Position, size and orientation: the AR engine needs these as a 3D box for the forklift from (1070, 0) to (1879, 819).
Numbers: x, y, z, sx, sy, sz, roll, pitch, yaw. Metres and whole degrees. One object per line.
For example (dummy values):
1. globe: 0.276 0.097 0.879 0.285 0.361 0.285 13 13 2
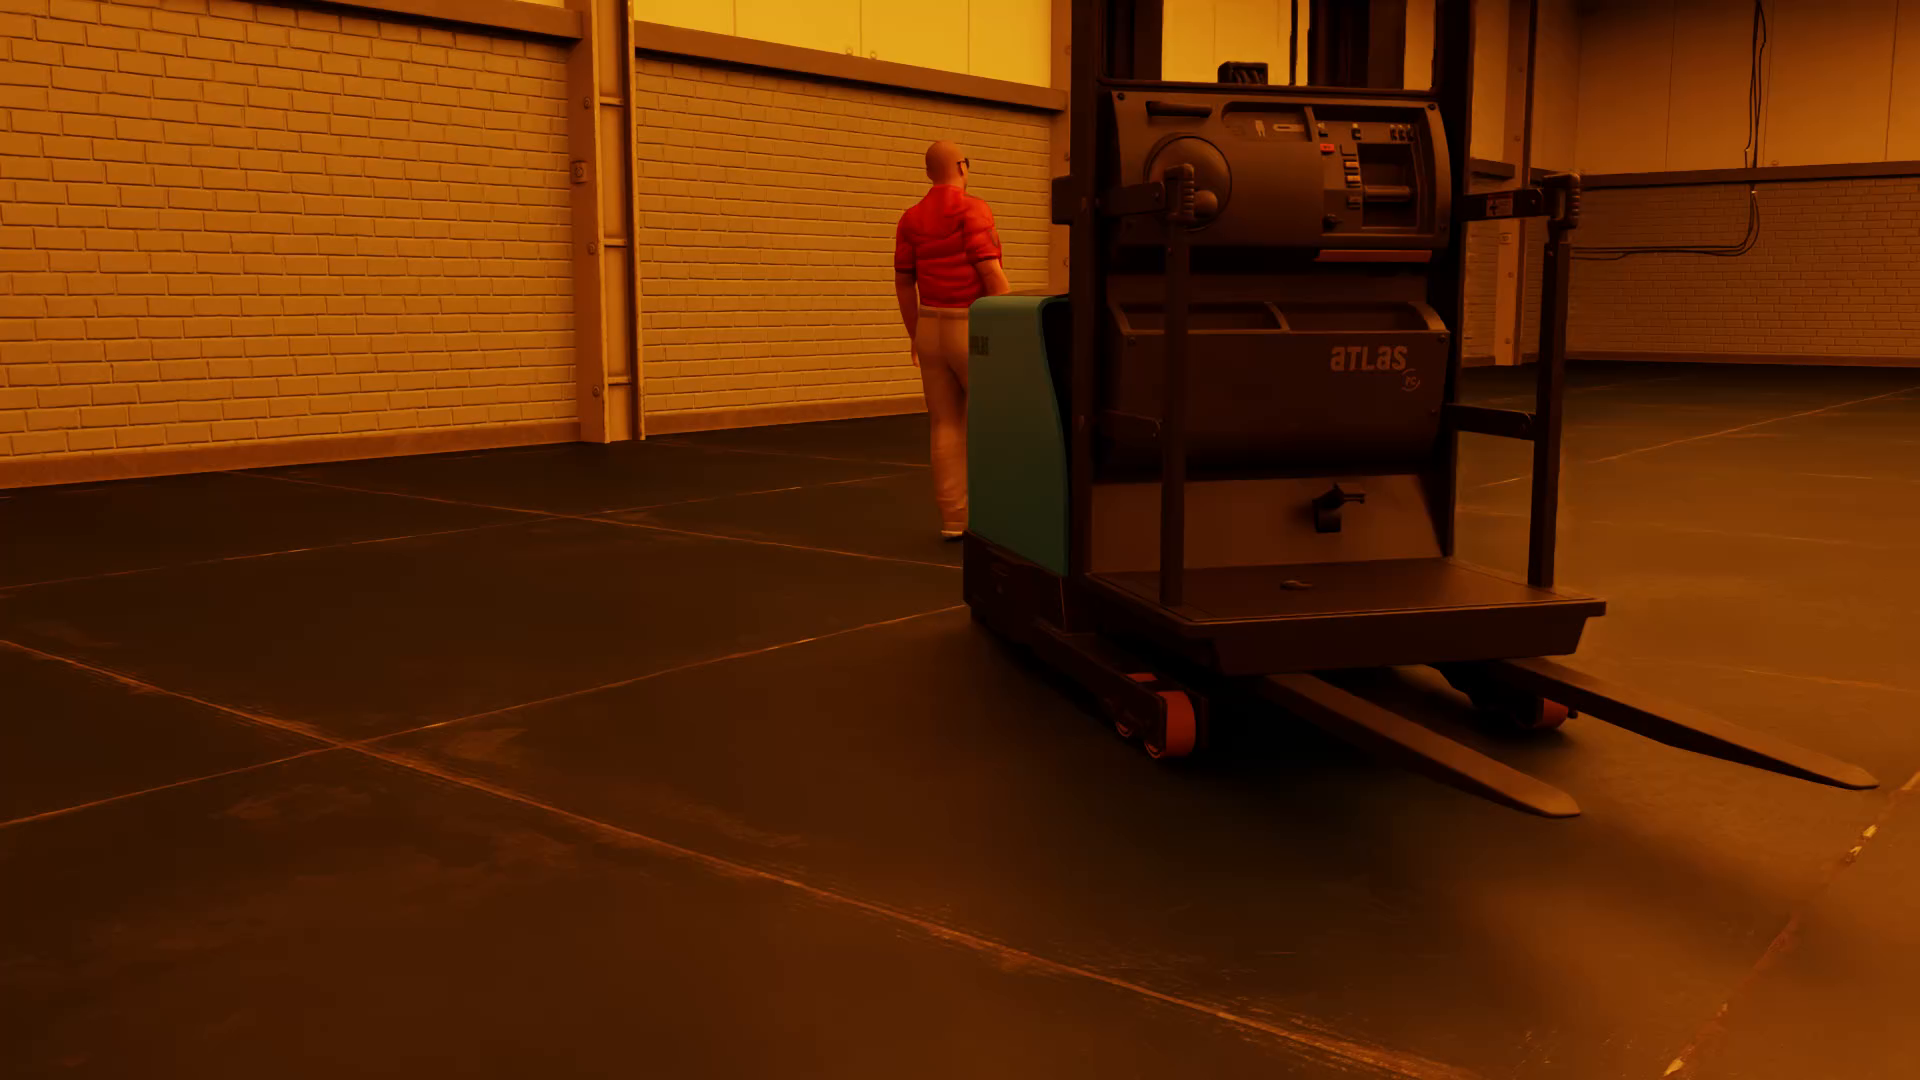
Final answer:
1. forklift: 0.921 -0.956 4.038 1.101 2.867 2.884 -2 9 -15
